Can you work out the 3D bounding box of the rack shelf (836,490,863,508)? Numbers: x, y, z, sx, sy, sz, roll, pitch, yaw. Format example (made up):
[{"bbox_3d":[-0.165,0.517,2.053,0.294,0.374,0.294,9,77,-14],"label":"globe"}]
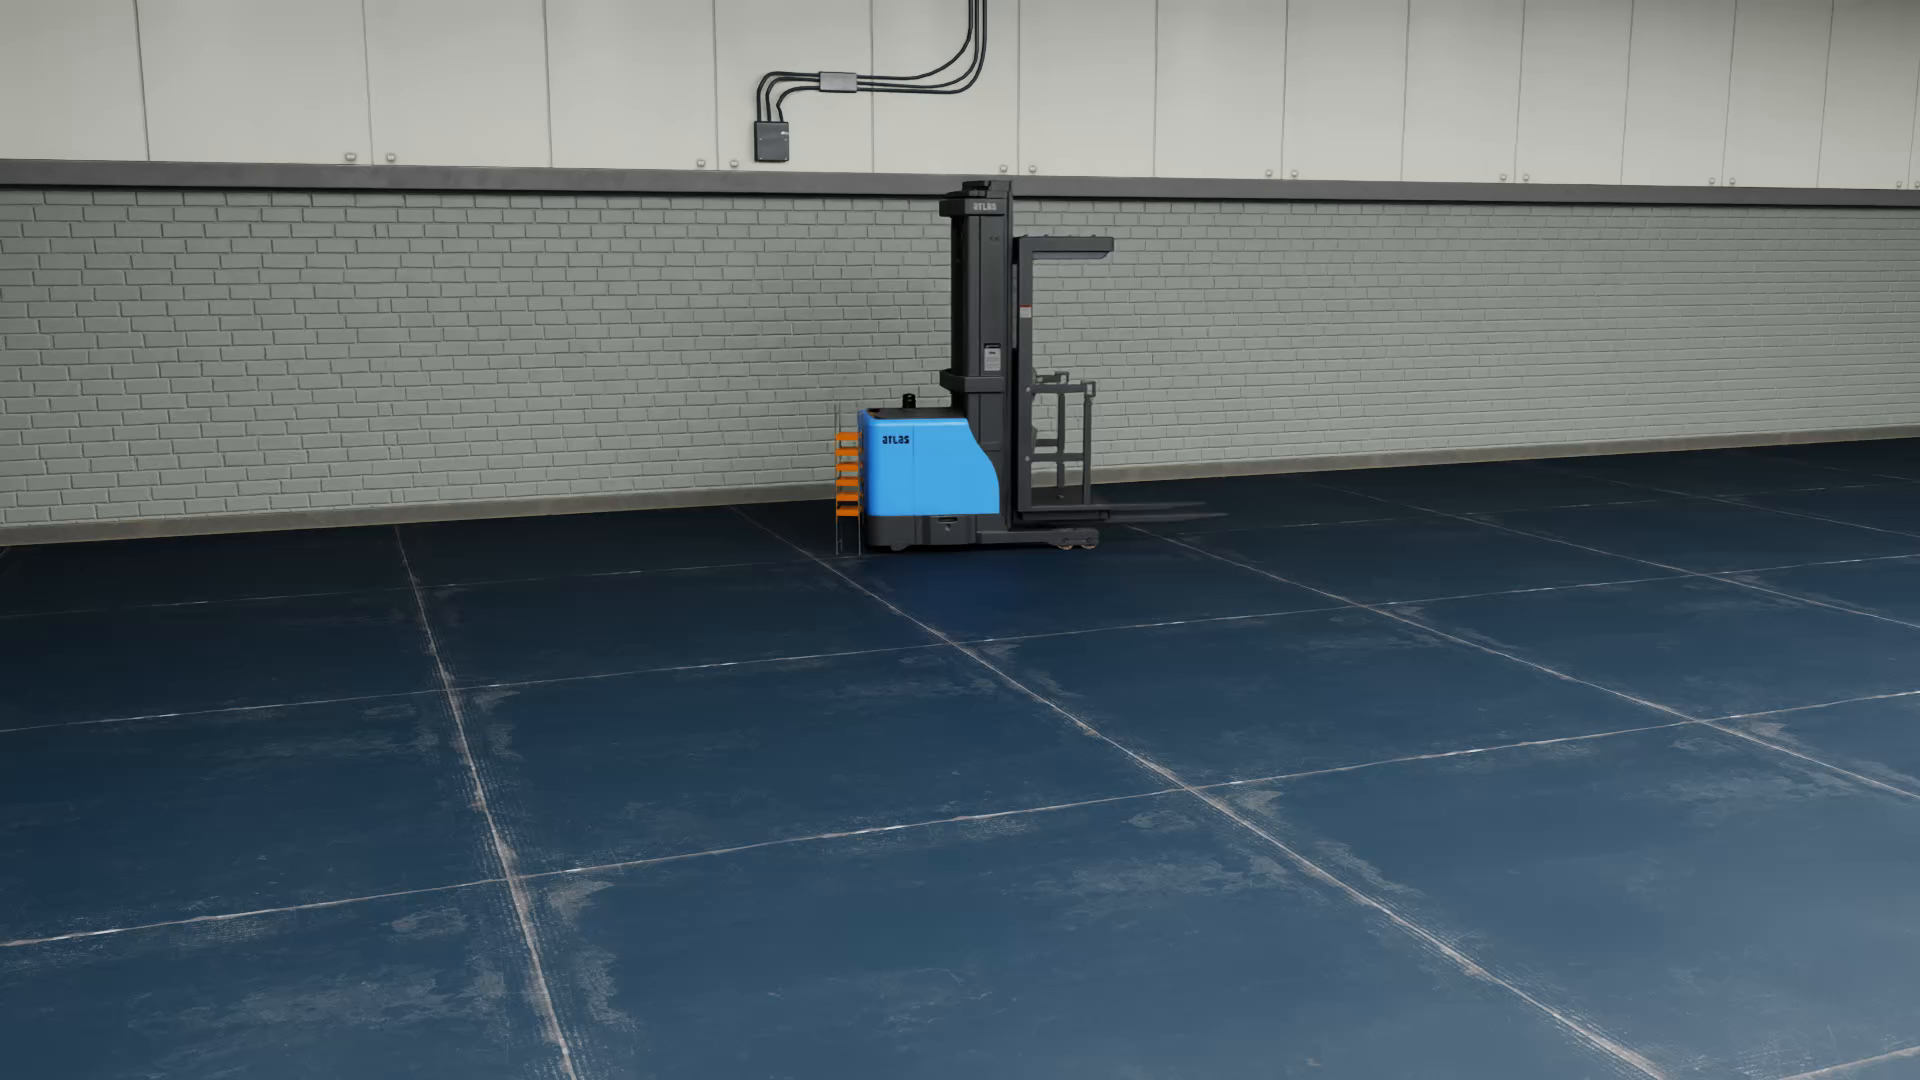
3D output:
[{"bbox_3d":[-0.881,-0.330,13.288,0.180,0.103,0.258,1,10,5],"label":"rack shelf"}]

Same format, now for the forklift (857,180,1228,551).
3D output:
[{"bbox_3d":[0.687,-1.453,13.718,3.031,2.935,1.130,-2,10,-9],"label":"forklift"}]

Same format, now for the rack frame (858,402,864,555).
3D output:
[{"bbox_3d":[-0.790,-0.491,13.252,0.006,1.200,0.240,1,10,5],"label":"rack frame"}]

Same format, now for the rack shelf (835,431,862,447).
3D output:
[{"bbox_3d":[-0.881,-0.803,13.204,0.180,0.103,0.258,1,10,5],"label":"rack shelf"}]

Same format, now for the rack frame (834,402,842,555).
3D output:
[{"bbox_3d":[-0.972,-0.493,13.267,0.006,1.200,0.240,1,10,5],"label":"rack frame"}]

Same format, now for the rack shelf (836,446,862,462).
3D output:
[{"bbox_3d":[-0.881,-0.684,13.225,0.180,0.103,0.258,1,10,5],"label":"rack shelf"}]

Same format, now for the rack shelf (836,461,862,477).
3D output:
[{"bbox_3d":[-0.881,-0.566,13.246,0.180,0.103,0.258,1,10,5],"label":"rack shelf"}]

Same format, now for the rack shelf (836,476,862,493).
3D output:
[{"bbox_3d":[-0.881,-0.448,13.267,0.180,0.103,0.258,1,10,5],"label":"rack shelf"}]

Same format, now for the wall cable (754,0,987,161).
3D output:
[{"bbox_3d":[-0.801,-6.526,15.203,2.305,6.003,0.169,-4,11,-21],"label":"wall cable"}]

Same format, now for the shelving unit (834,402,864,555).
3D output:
[{"bbox_3d":[-0.881,-0.492,13.259,0.189,1.200,0.258,1,10,5],"label":"shelving unit"}]

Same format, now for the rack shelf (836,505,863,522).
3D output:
[{"bbox_3d":[-0.881,-0.212,13.309,0.180,0.103,0.258,1,10,5],"label":"rack shelf"}]
